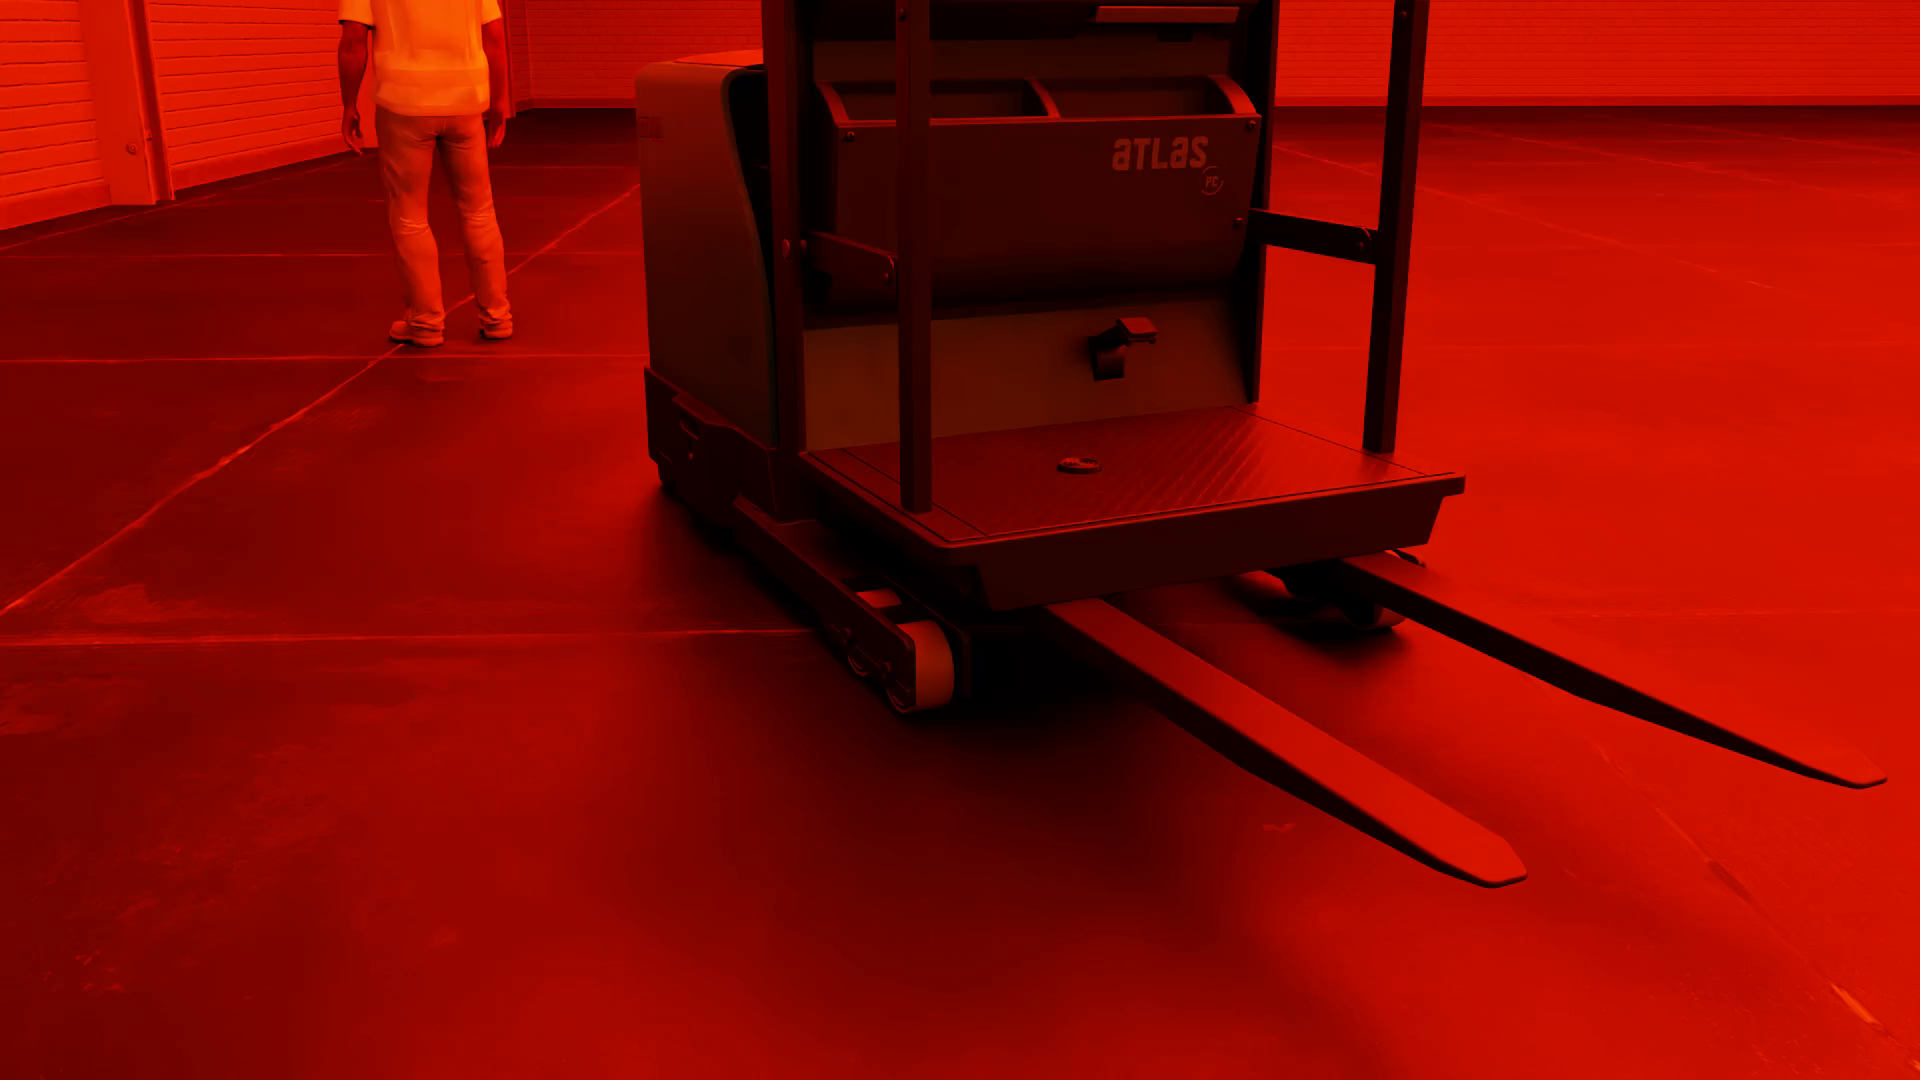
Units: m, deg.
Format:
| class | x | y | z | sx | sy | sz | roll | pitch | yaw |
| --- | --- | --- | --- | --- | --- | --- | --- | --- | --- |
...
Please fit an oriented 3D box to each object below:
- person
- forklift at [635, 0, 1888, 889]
| class | x | y | z | sx | sy | sz | roll | pitch | yaw |
| --- | --- | --- | --- | --- | --- | --- | --- | --- | --- |
| person | -1.995 | -1.623 | 6.219 | 0.638 | 1.761 | 0.457 | -12 | 21 | -35 |
| forklift | 0.258 | -1.240 | 2.962 | 1.130 | 2.935 | 3.031 | -8 | 19 | -24 |
